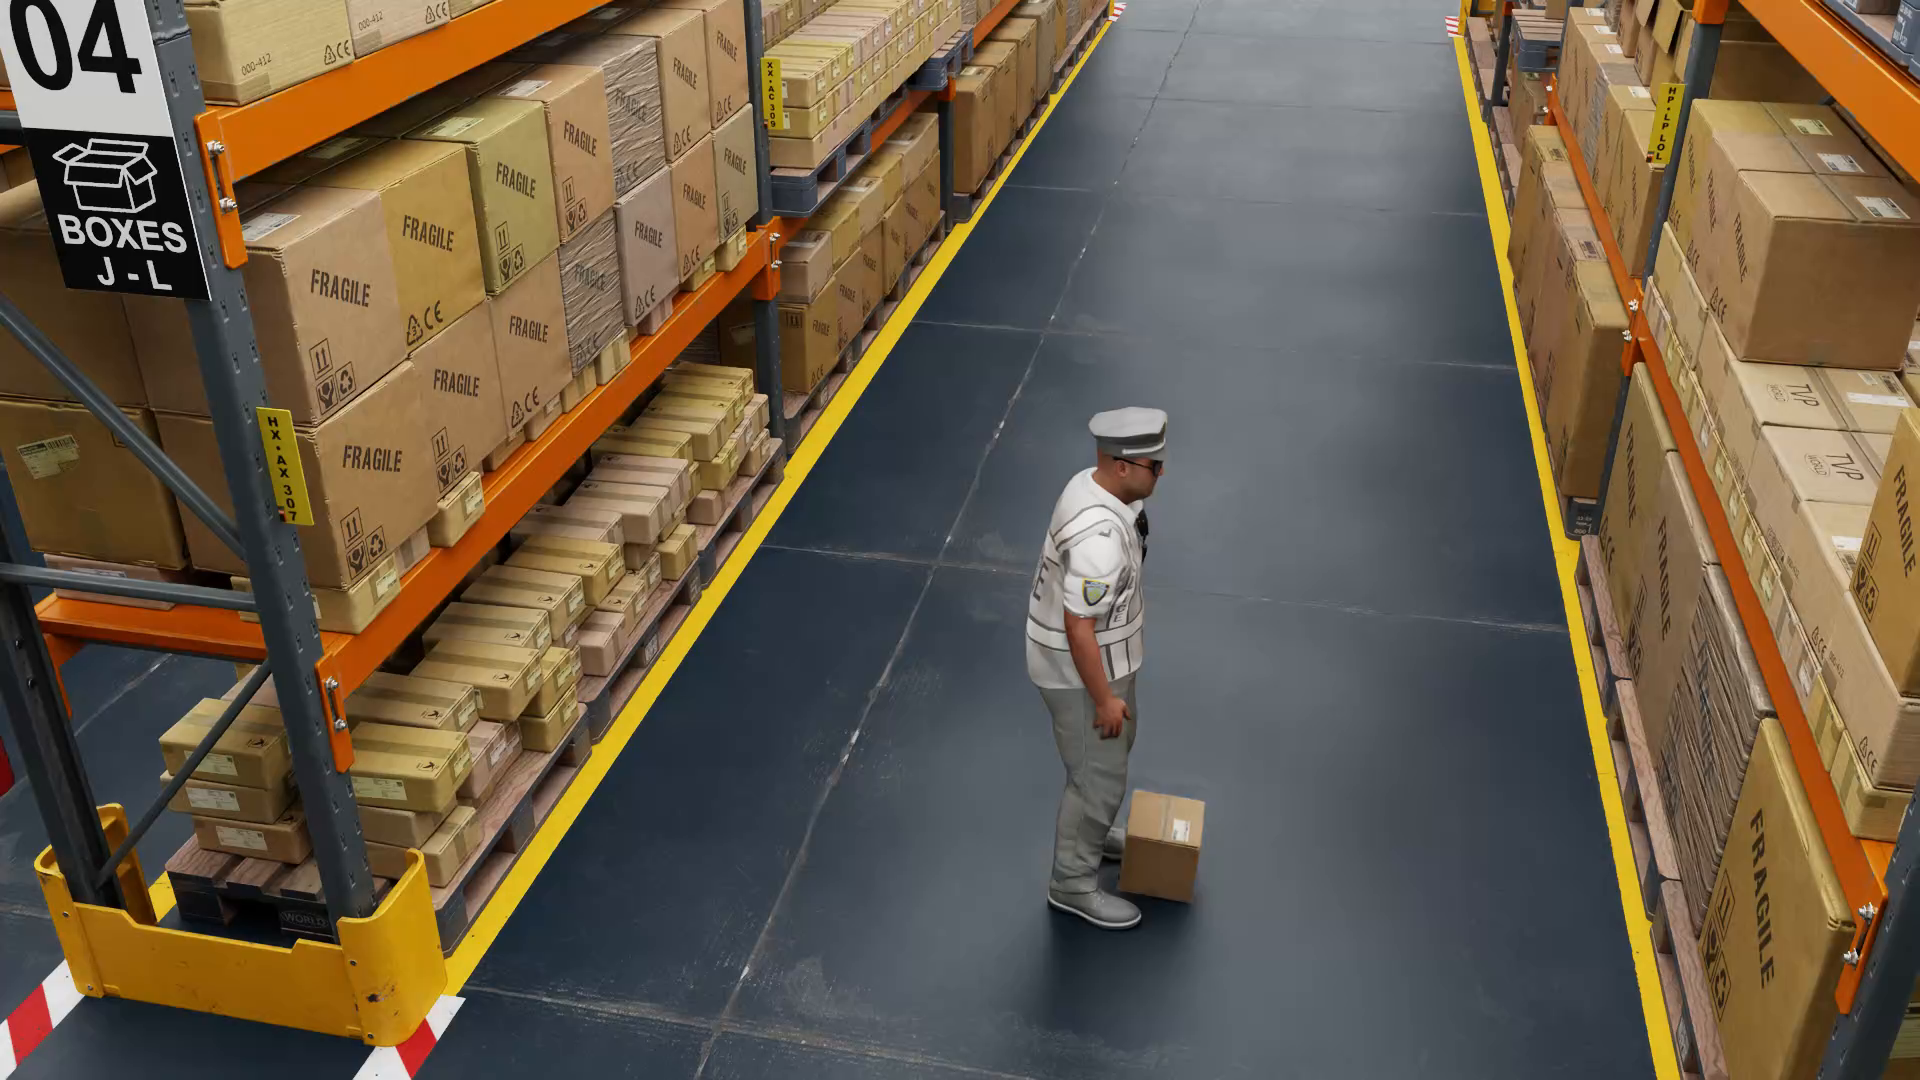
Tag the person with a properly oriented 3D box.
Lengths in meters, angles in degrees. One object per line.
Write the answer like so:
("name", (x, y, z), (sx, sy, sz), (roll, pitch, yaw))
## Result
("person", (0.434, 0.392, 5.397), (0.434, 1.749, 0.574), (5, 29, 9))
